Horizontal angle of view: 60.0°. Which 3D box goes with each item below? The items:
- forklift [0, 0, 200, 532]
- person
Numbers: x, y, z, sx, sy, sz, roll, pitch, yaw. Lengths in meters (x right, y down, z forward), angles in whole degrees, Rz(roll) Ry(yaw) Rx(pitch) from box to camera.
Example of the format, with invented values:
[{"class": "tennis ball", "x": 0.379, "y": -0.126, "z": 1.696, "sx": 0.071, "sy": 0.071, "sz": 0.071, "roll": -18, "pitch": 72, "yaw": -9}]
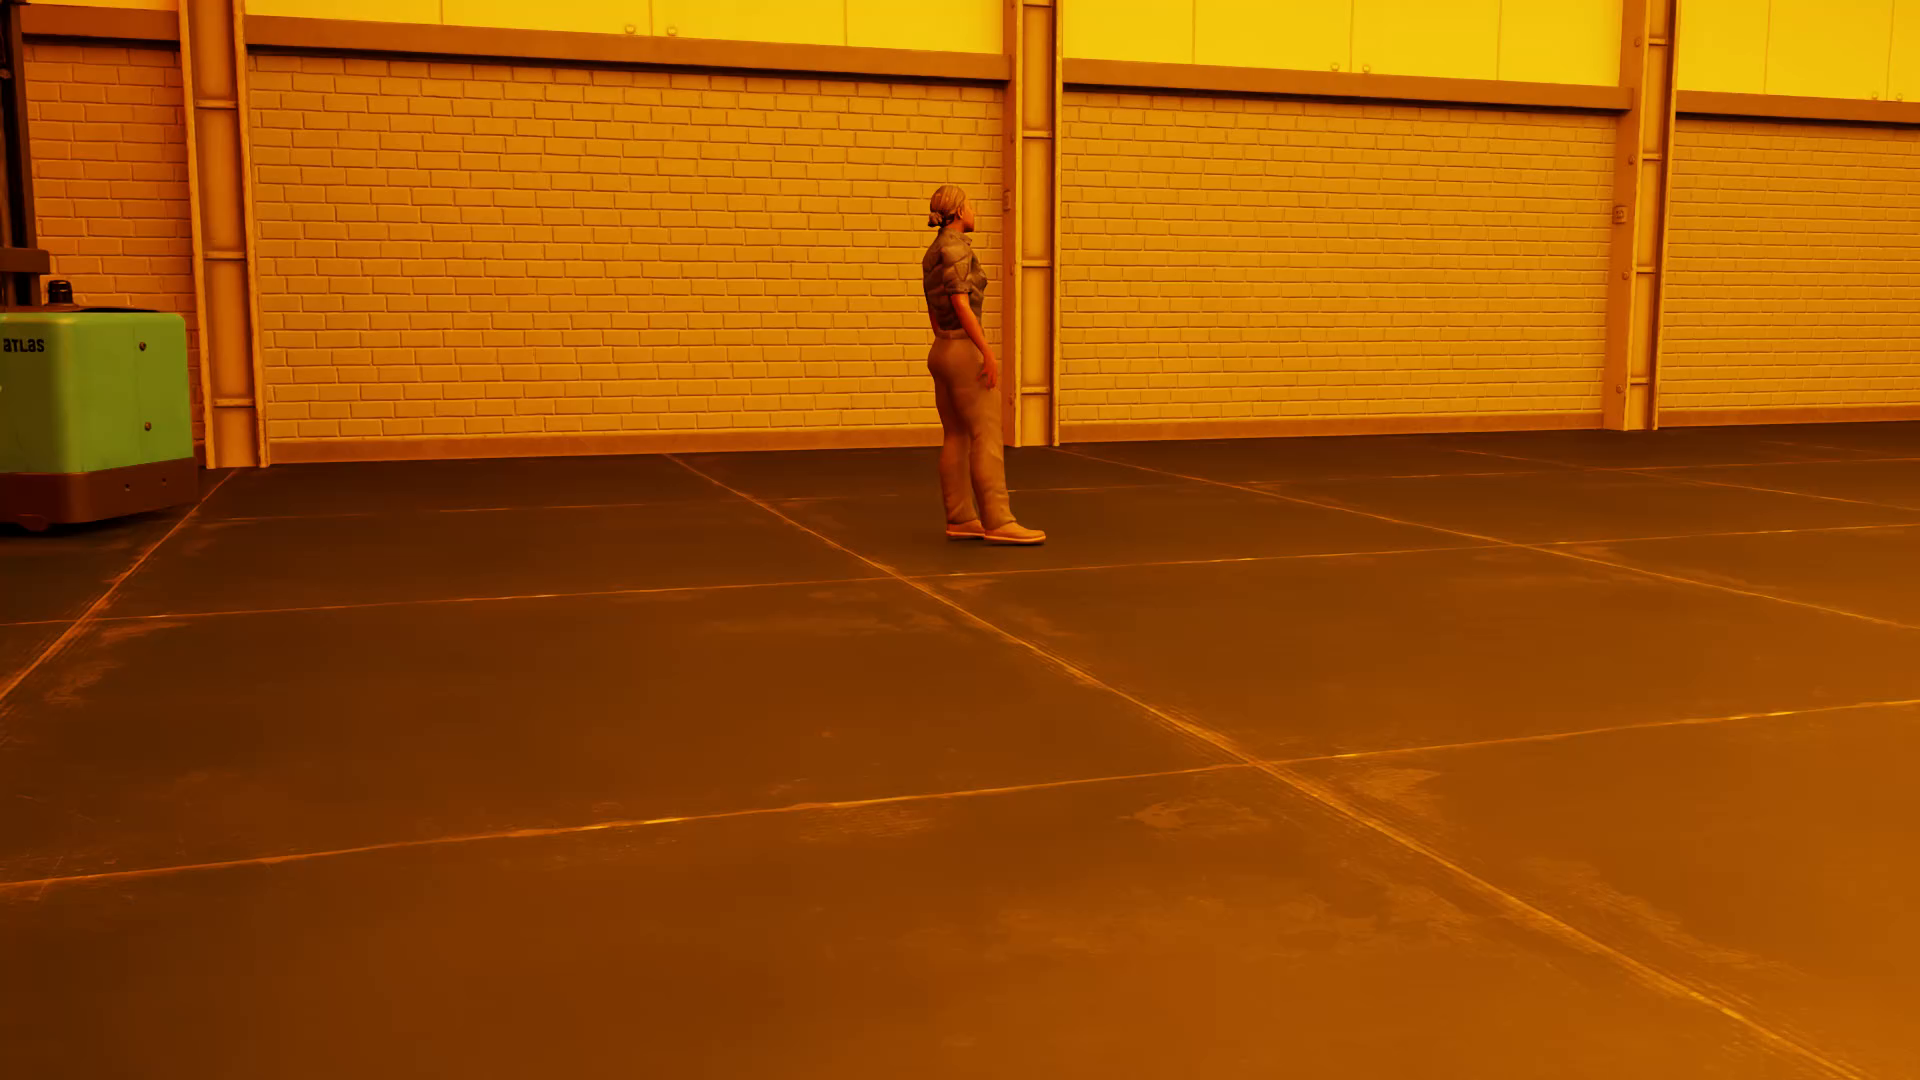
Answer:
[{"class": "forklift", "x": -5.632, "y": -1.555, "z": 8.484, "sx": 3.031, "sy": 2.935, "sz": 1.130, "roll": 1, "pitch": 8, "yaw": 8}, {"class": "person", "x": 0.089, "y": -0.828, "z": 7.820, "sx": 0.504, "sy": 1.654, "sz": 0.569, "roll": -3, "pitch": 8, "yaw": -18}]
